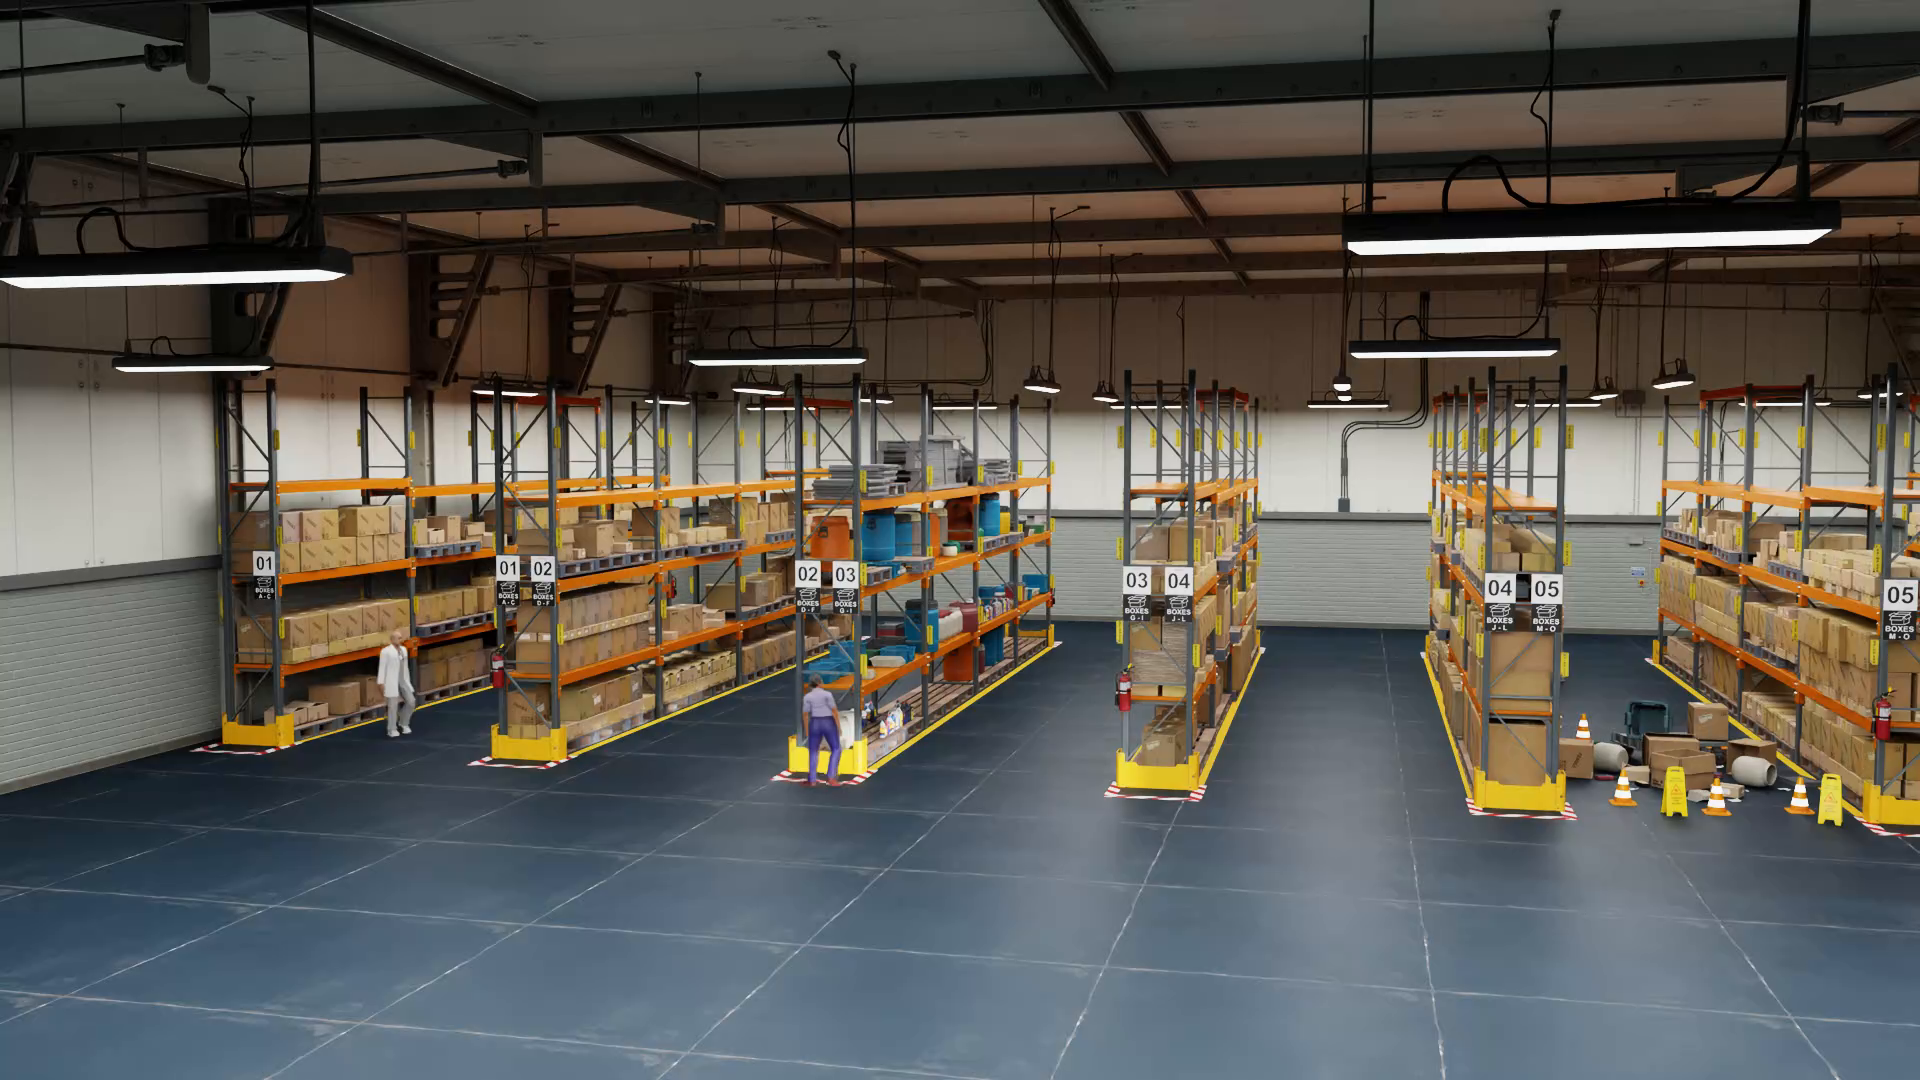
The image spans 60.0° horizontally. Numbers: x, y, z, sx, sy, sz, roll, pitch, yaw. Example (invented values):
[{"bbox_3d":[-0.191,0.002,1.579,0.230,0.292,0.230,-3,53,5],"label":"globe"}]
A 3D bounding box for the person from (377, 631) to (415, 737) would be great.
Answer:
[{"bbox_3d":[-9.595,2.432,28.198,0.473,1.781,0.703,2,4,34],"label":"person"}]

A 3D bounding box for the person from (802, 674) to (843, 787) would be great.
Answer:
[{"bbox_3d":[-1.995,2.754,23.961,0.607,1.648,0.376,0,3,3],"label":"person"}]

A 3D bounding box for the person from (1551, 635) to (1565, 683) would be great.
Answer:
[{"bbox_3d":[12.284,2.081,34.441,0.476,1.725,0.566,2,4,34],"label":"person"}]
